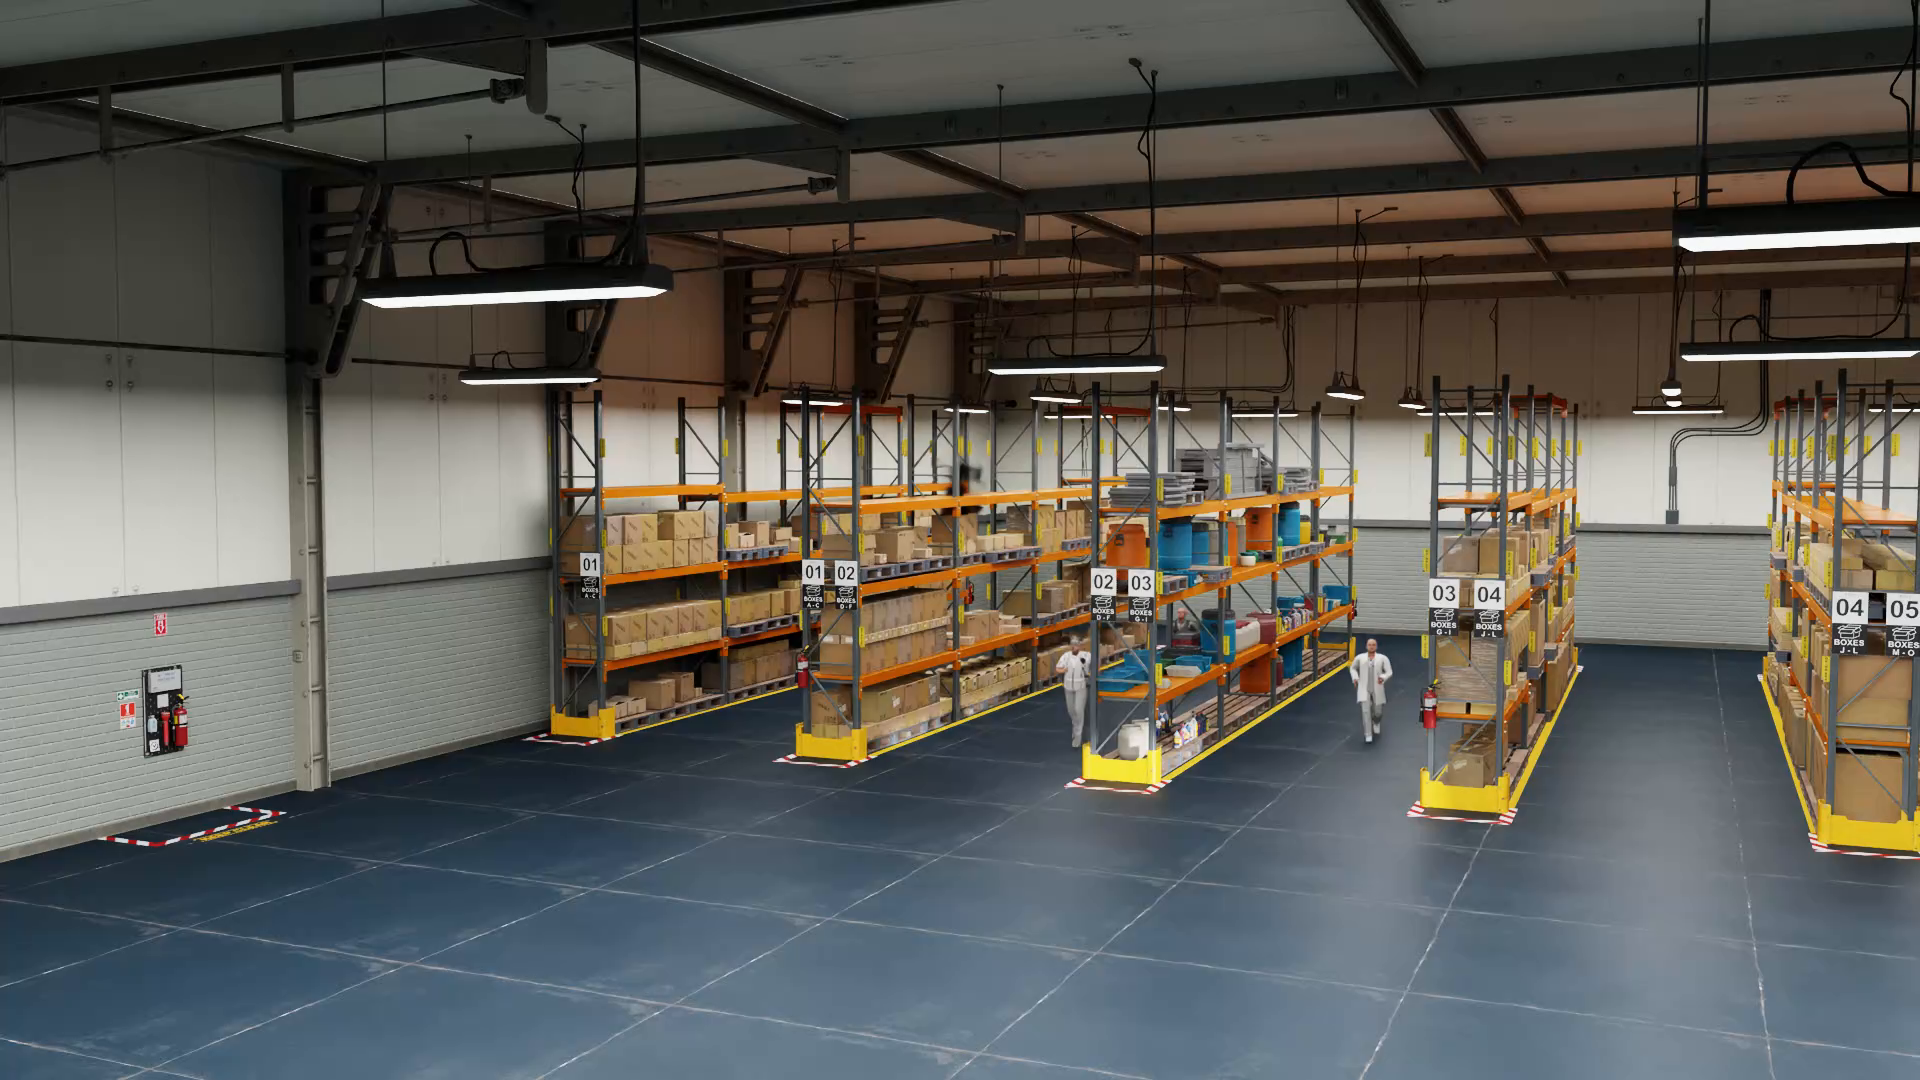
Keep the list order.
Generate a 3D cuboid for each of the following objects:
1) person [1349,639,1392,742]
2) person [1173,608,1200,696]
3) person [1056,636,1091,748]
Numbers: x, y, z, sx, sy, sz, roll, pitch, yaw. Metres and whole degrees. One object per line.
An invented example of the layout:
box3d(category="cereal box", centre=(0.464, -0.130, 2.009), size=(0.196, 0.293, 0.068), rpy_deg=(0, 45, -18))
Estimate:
box3d(category="person", centre=(7.023, 2.603, 28.463), size=(0.715, 1.650, 0.825), rpy_deg=(1, 3, 14))
box3d(category="person", centre=(4.513, 2.271, 33.910), size=(0.639, 1.771, 0.734), rpy_deg=(1, 3, 24))
box3d(category="person", centre=(1.957, 2.522, 28.043), size=(0.664, 1.844, 0.830), rpy_deg=(1, 3, 23))
